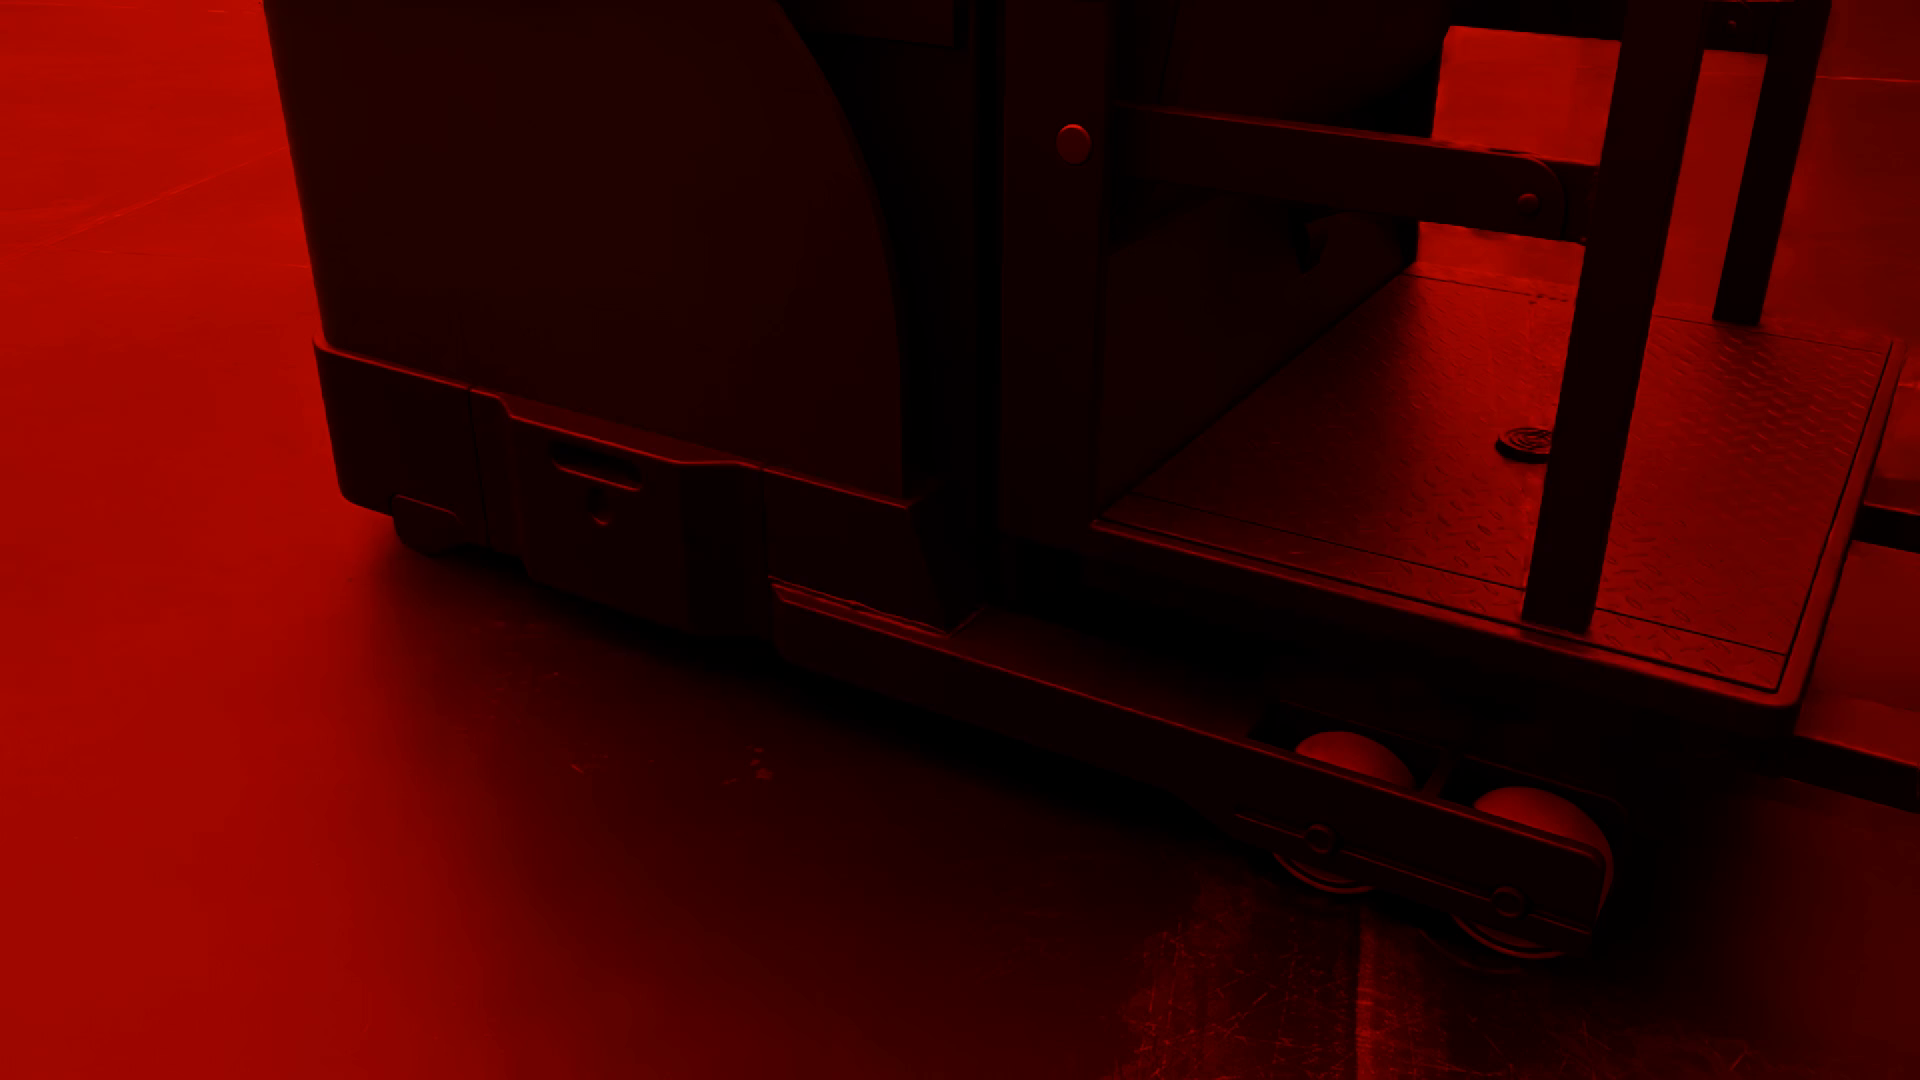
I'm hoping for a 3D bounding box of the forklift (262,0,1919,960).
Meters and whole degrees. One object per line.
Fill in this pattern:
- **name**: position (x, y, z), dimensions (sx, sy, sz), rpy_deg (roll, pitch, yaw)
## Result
- **forklift**: position (0.589, -1.164, 1.552), dimensions (3.031, 2.935, 1.130), rpy_deg (15, 31, 28)
